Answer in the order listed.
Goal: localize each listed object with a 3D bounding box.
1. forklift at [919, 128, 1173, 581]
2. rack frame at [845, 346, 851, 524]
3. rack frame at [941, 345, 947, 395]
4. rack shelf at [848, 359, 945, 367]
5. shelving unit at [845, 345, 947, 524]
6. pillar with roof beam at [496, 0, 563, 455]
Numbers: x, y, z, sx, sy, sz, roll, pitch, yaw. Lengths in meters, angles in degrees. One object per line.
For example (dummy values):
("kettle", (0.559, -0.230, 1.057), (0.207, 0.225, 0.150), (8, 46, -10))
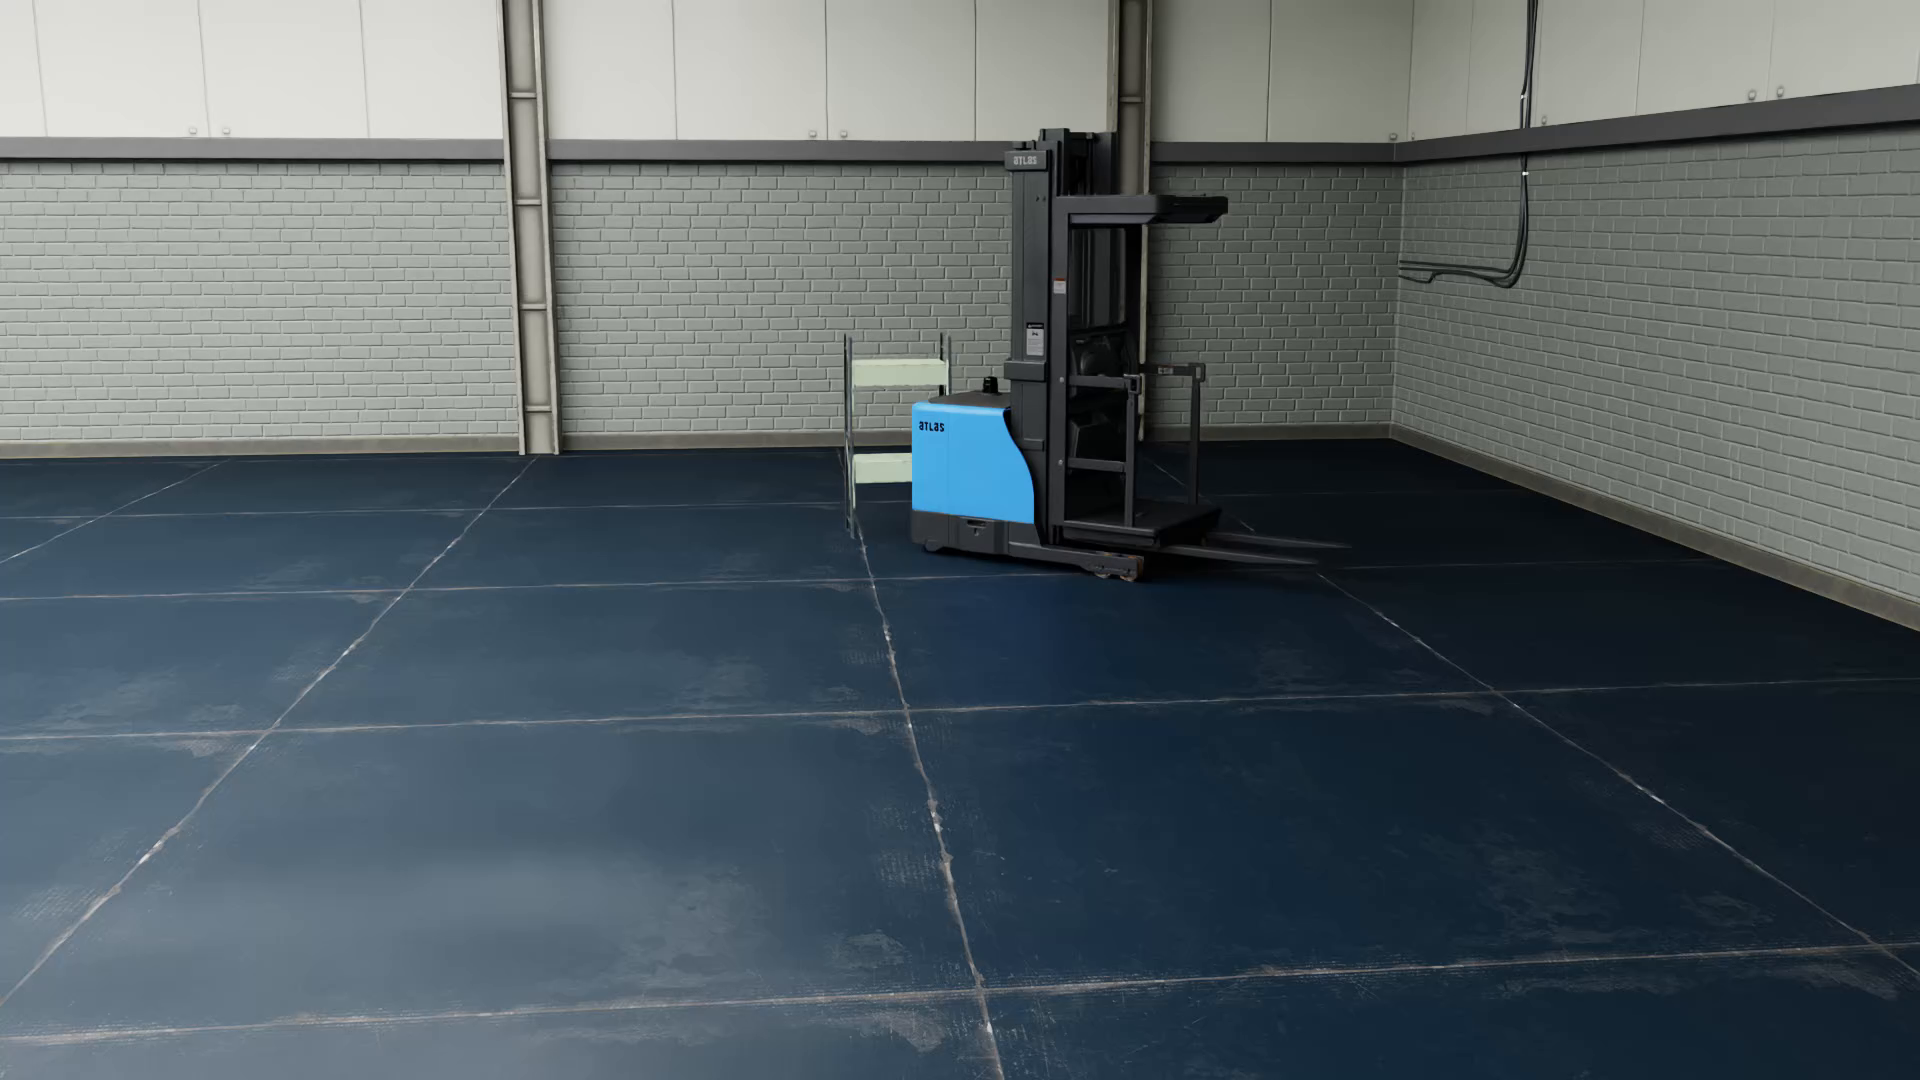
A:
("forklift", (1.153, -1.280, 11.281), (3.031, 2.935, 1.109), (7, 13, 32))
("rack frame", (-0.832, -0.777, 12.433), (0.010, 1.308, 0.380), (-2, 11, -10))
("rack frame", (-0.110, -0.801, 12.554), (0.010, 1.308, 0.380), (-2, 11, -10))
("rack shelf", (-0.471, -1.303, 12.391), (0.686, 0.052, 0.368), (-2, 11, -10))
("shelving unit", (-0.471, -0.789, 12.494), (0.742, 1.308, 0.380), (-2, 11, -10))
("pillar with roof beam", (-3.788, -4.481, 11.833), (0.400, 9.000, 9.100), (-1, 11, -6))
